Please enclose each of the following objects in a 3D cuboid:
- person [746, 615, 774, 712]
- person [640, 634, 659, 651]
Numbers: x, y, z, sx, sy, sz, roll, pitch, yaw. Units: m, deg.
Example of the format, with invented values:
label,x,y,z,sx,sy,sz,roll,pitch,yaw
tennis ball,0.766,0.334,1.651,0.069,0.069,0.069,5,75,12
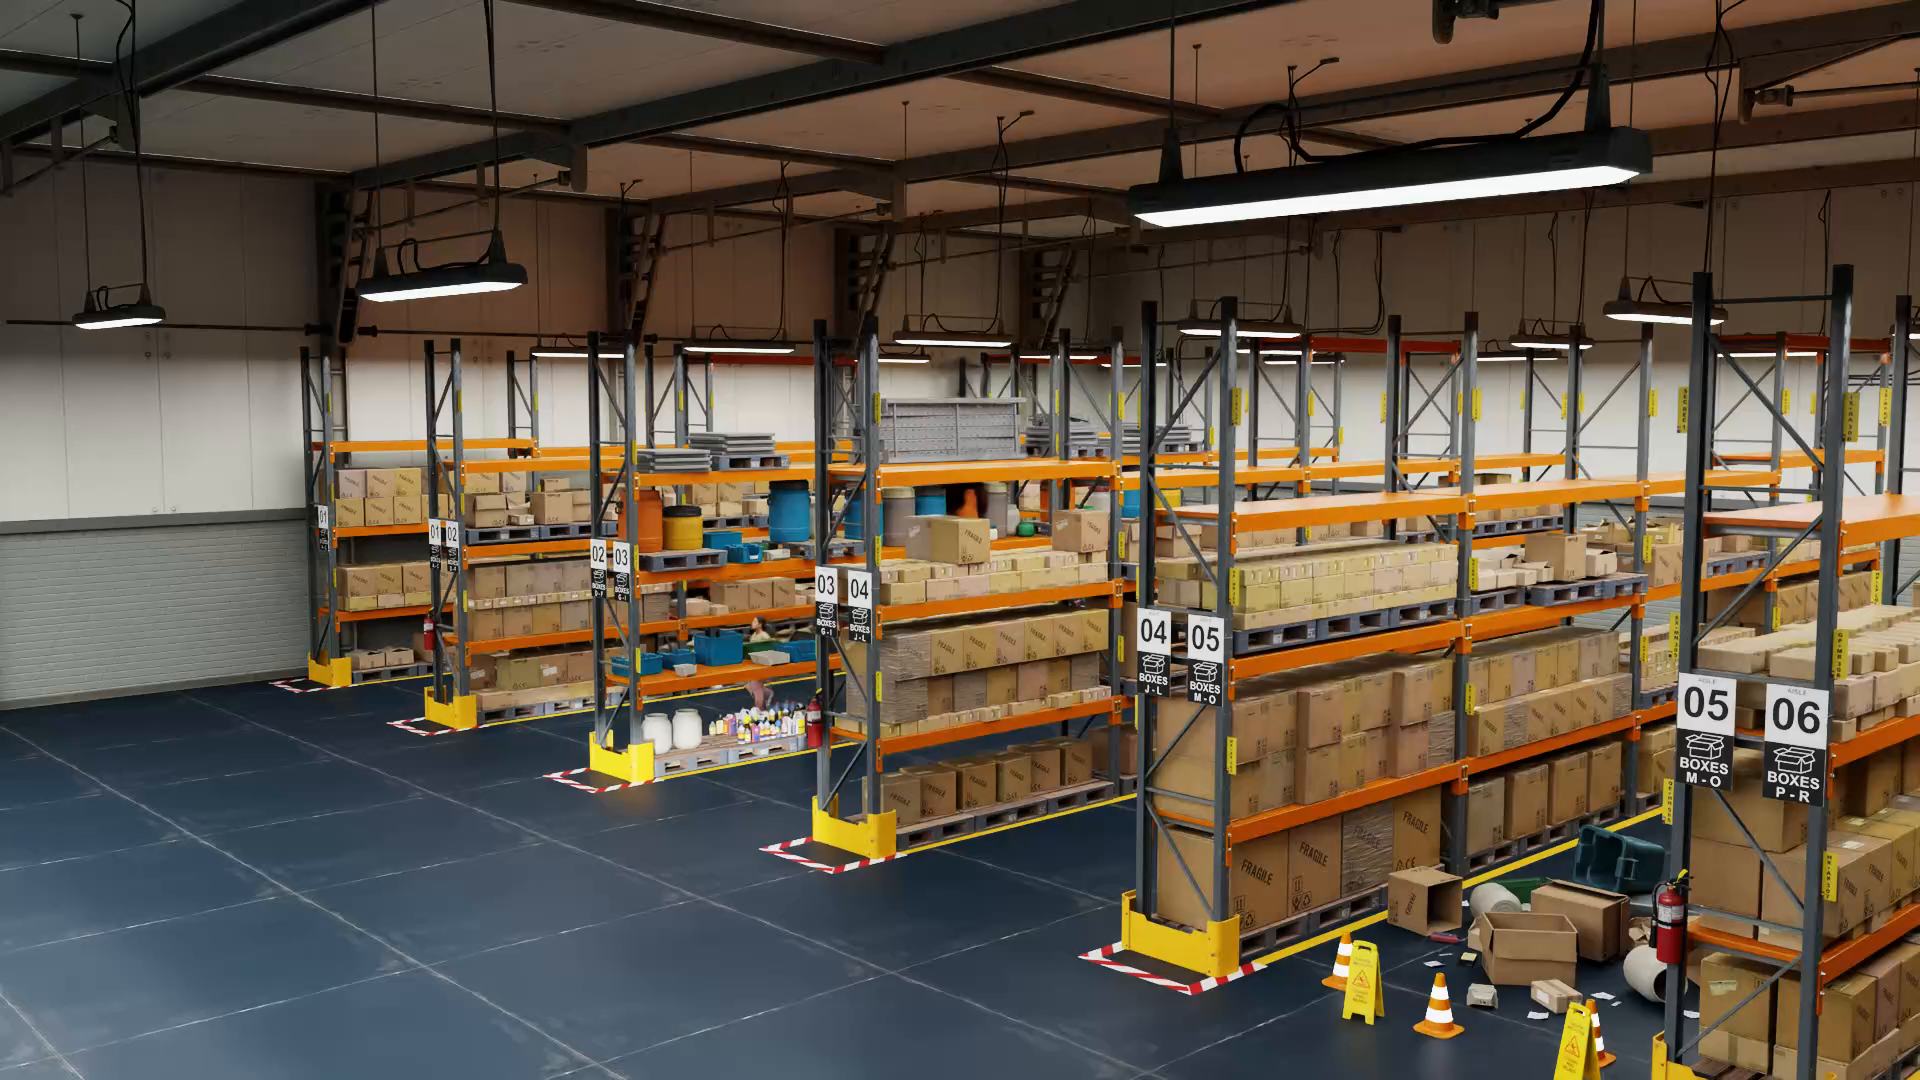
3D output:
label,x,y,z,sx,sy,sz,roll,pitch,yaw
person,-3.159,2.019,26.610,0.583,1.638,0.574,-4,7,-40
person,-5.760,1.650,30.555,0.585,1.682,0.661,-4,6,-37
